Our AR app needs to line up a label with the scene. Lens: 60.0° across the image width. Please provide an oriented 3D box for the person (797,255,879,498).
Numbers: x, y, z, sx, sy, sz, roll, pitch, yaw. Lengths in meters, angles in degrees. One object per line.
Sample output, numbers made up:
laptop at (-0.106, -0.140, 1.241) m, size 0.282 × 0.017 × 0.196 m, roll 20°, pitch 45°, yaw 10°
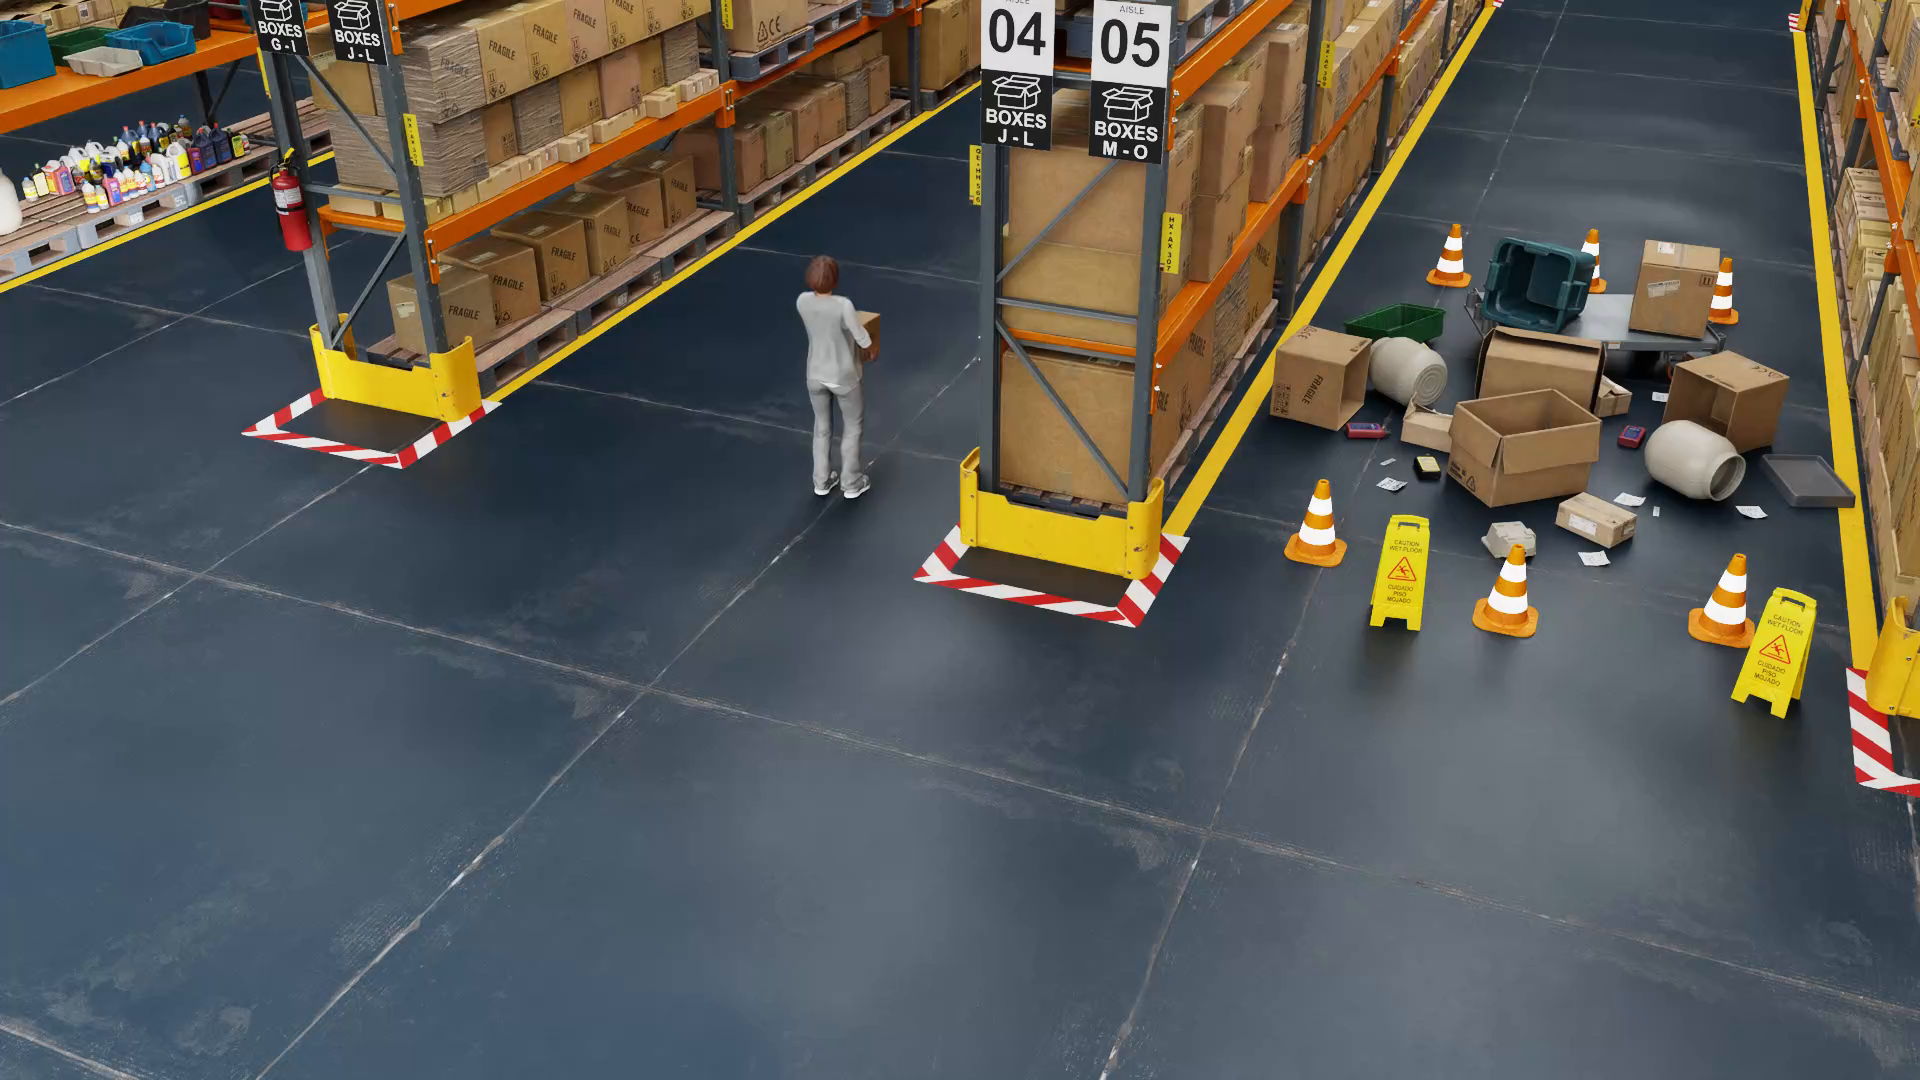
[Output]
person at (-0.729, -1.024, 10.173) m, size 0.404 × 1.591 × 0.498 m, roll 12°, pitch 32°, yaw 20°
